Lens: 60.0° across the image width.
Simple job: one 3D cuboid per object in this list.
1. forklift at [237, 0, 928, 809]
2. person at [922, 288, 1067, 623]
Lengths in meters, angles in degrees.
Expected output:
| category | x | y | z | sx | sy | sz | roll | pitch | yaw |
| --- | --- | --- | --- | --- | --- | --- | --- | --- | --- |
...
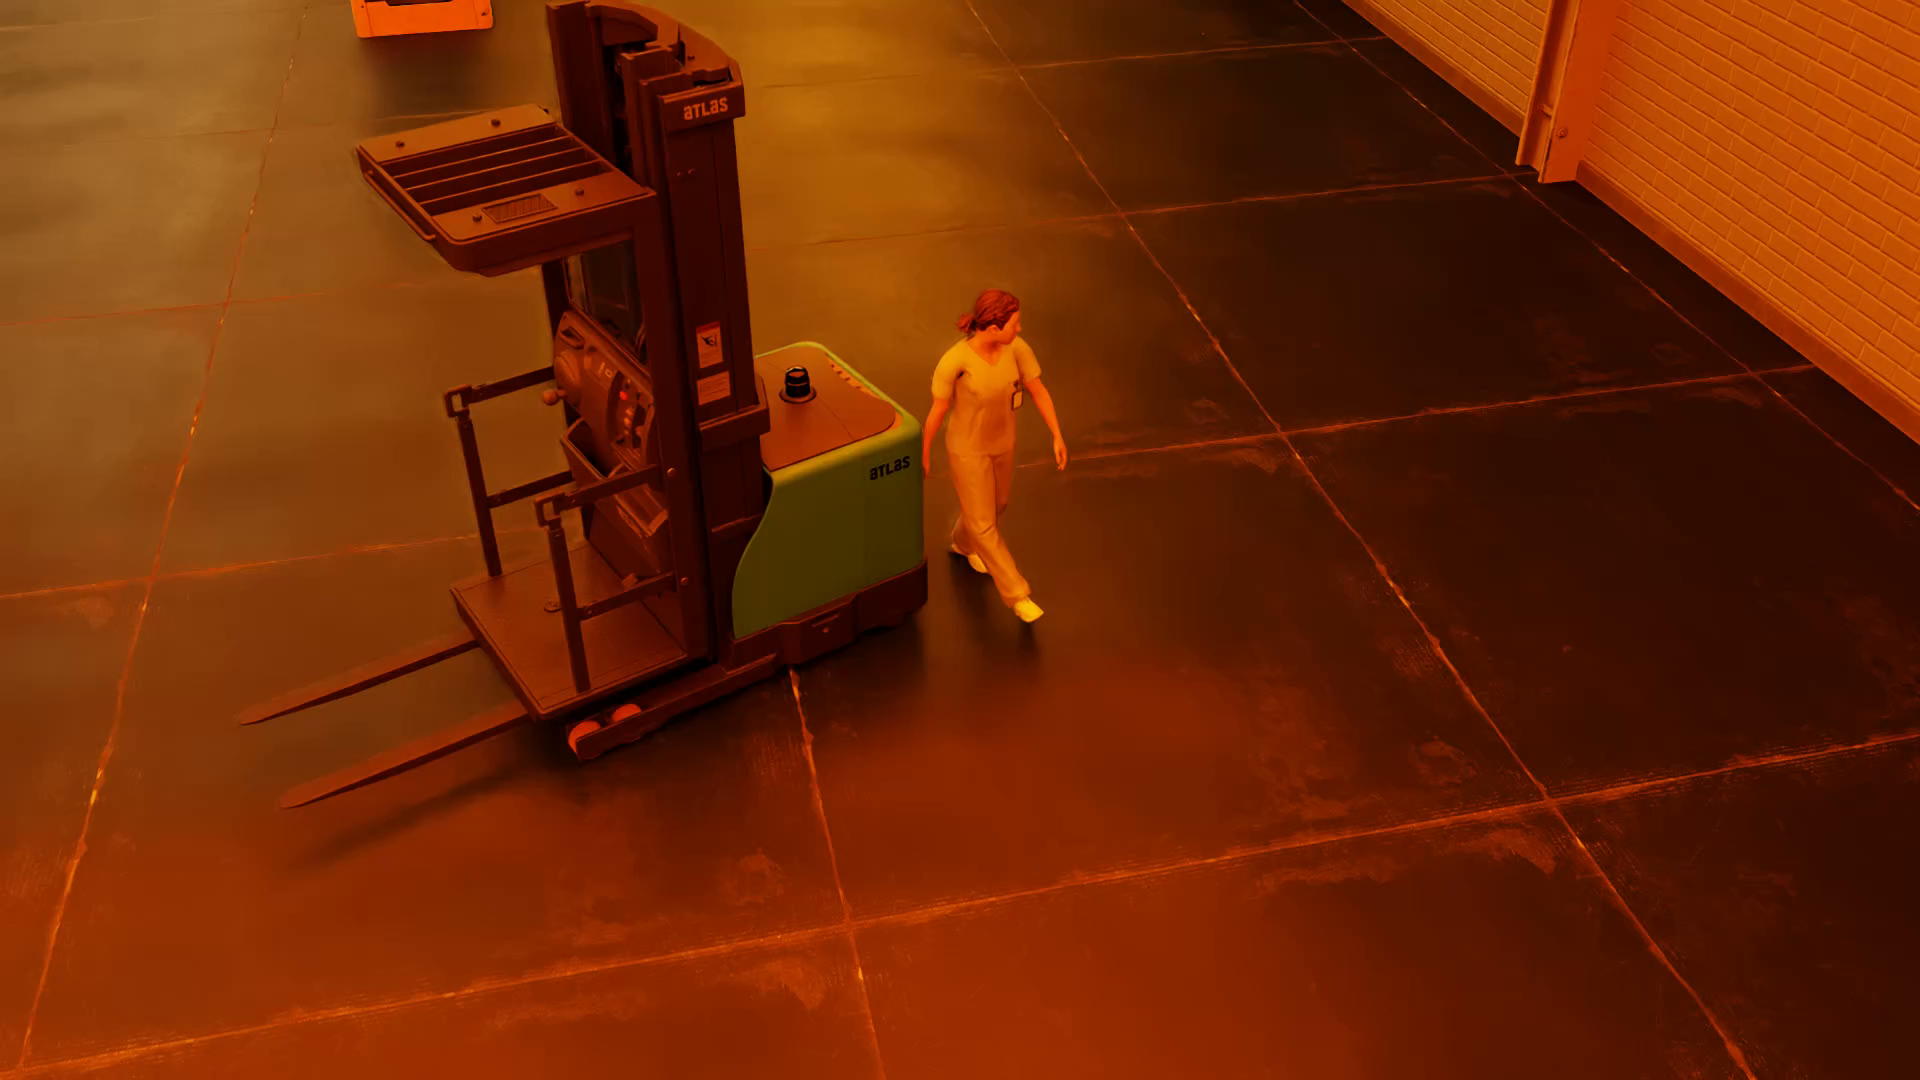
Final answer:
| category | x | y | z | sx | sy | sz | roll | pitch | yaw |
| --- | --- | --- | --- | --- | --- | --- | --- | --- | --- |
| forklift | -1.661 | -0.589 | 6.869 | 3.031 | 2.935 | 1.130 | -22 | 41 | -27 |
| person | 0.160 | -0.384 | 7.703 | 0.620 | 1.629 | 0.910 | -22 | 41 | -27 |
